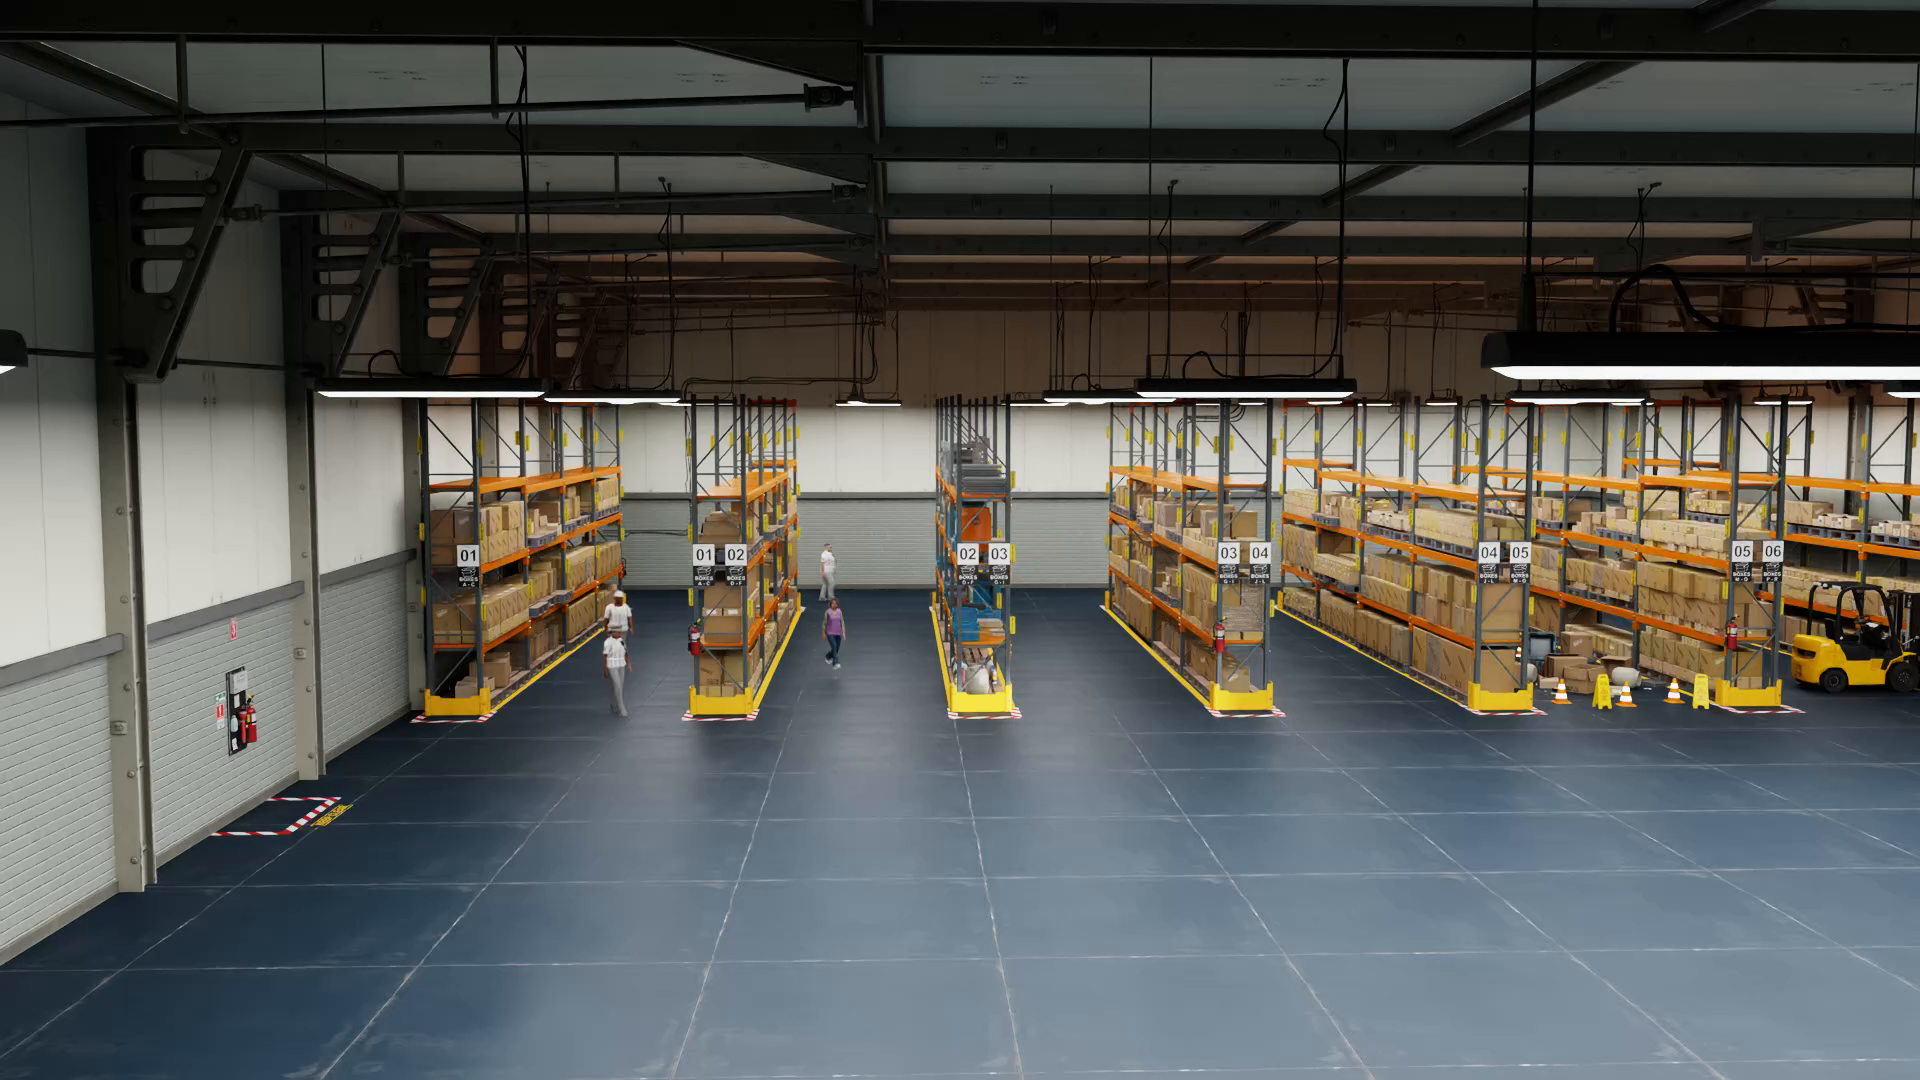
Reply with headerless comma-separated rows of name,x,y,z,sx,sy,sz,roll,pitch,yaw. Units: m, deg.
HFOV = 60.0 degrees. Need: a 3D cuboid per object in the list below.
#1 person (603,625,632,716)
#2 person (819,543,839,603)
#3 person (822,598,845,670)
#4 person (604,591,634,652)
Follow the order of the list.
person,-6.409,2.449,31.368,0.748,1.675,0.471,3,6,37
person,-3.885,0.970,49.405,0.622,1.784,0.544,0,5,3
person,-2.656,1.972,35.289,0.450,1.478,1.074,-3,5,-32
person,-7.379,2.007,36.173,0.591,1.767,0.728,-2,5,-27
